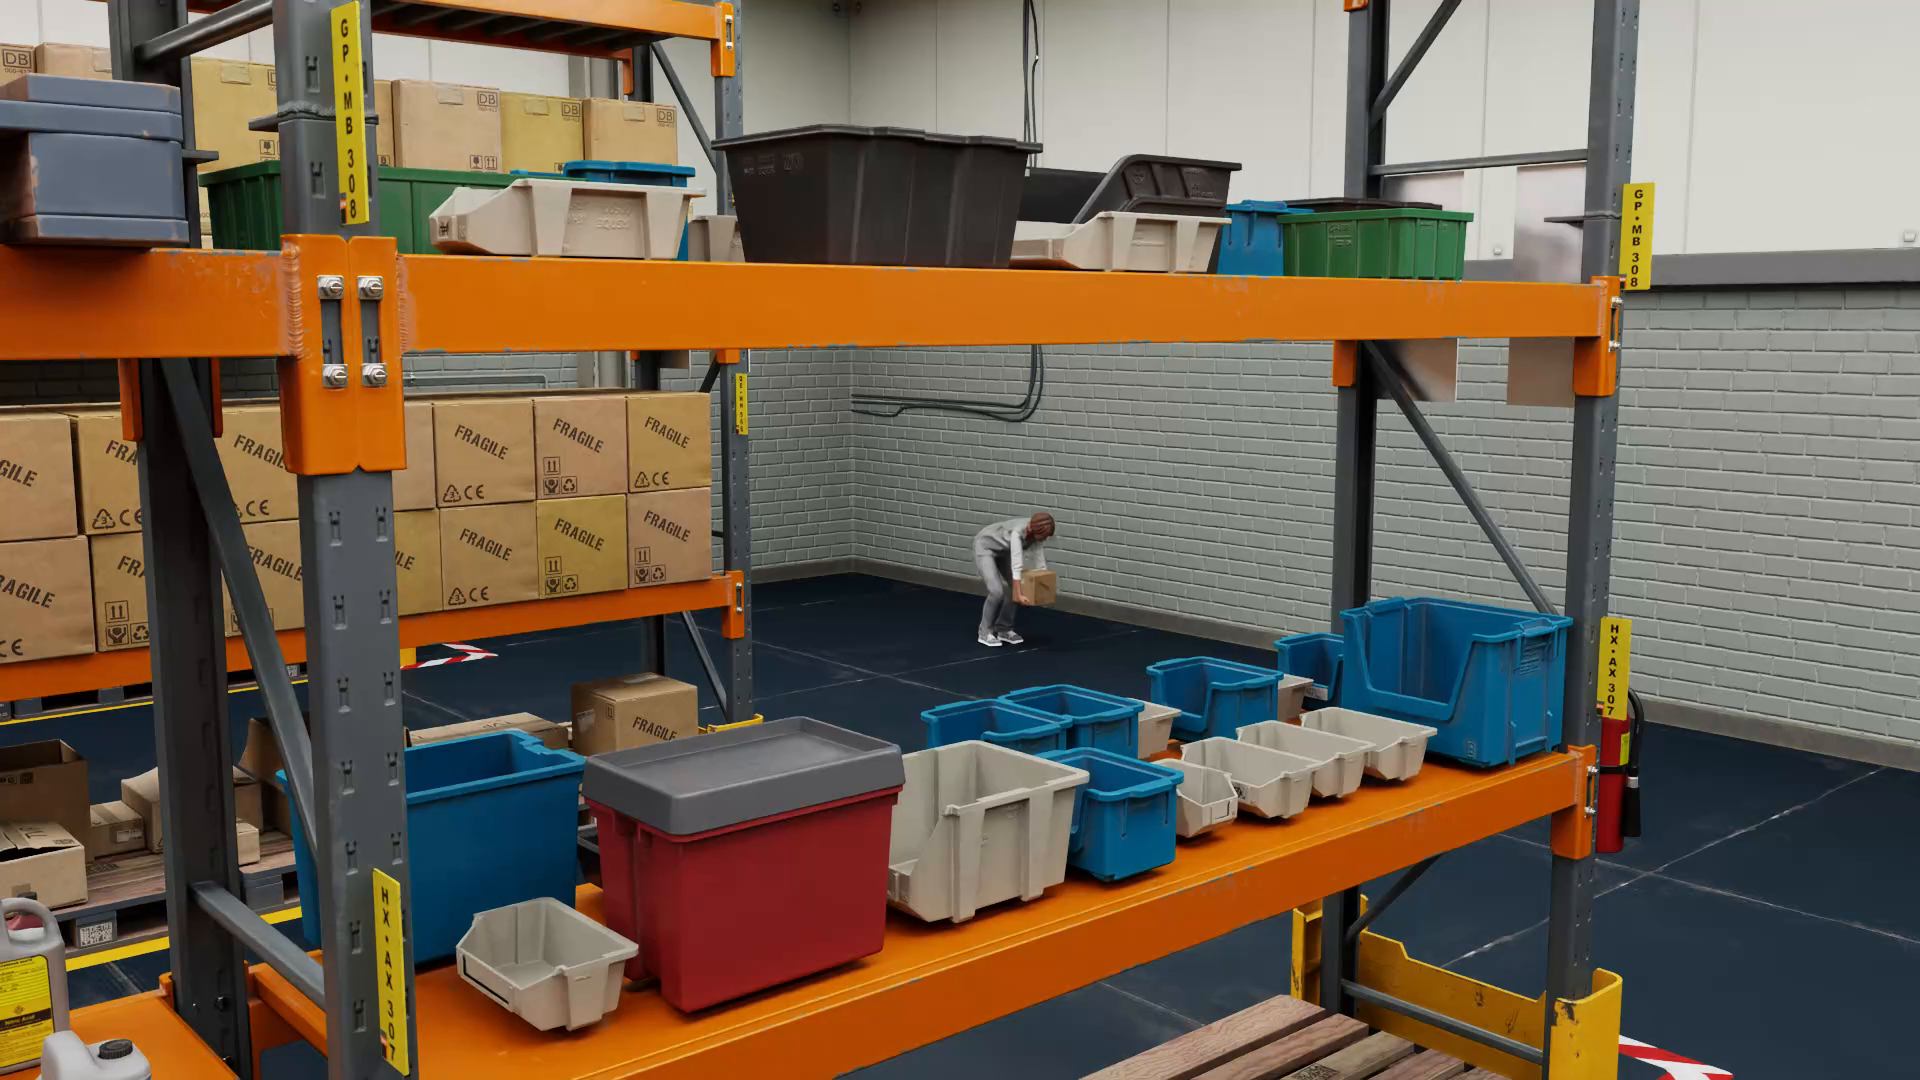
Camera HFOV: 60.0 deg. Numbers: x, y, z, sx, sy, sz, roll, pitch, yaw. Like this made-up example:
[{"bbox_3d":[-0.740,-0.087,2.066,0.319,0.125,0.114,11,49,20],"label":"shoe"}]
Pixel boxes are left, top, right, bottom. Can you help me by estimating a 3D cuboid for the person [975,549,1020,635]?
[{"bbox_3d":[0.312,0.379,13.834,0.398,0.835,0.366,-7,10,-43],"label":"person"}]
